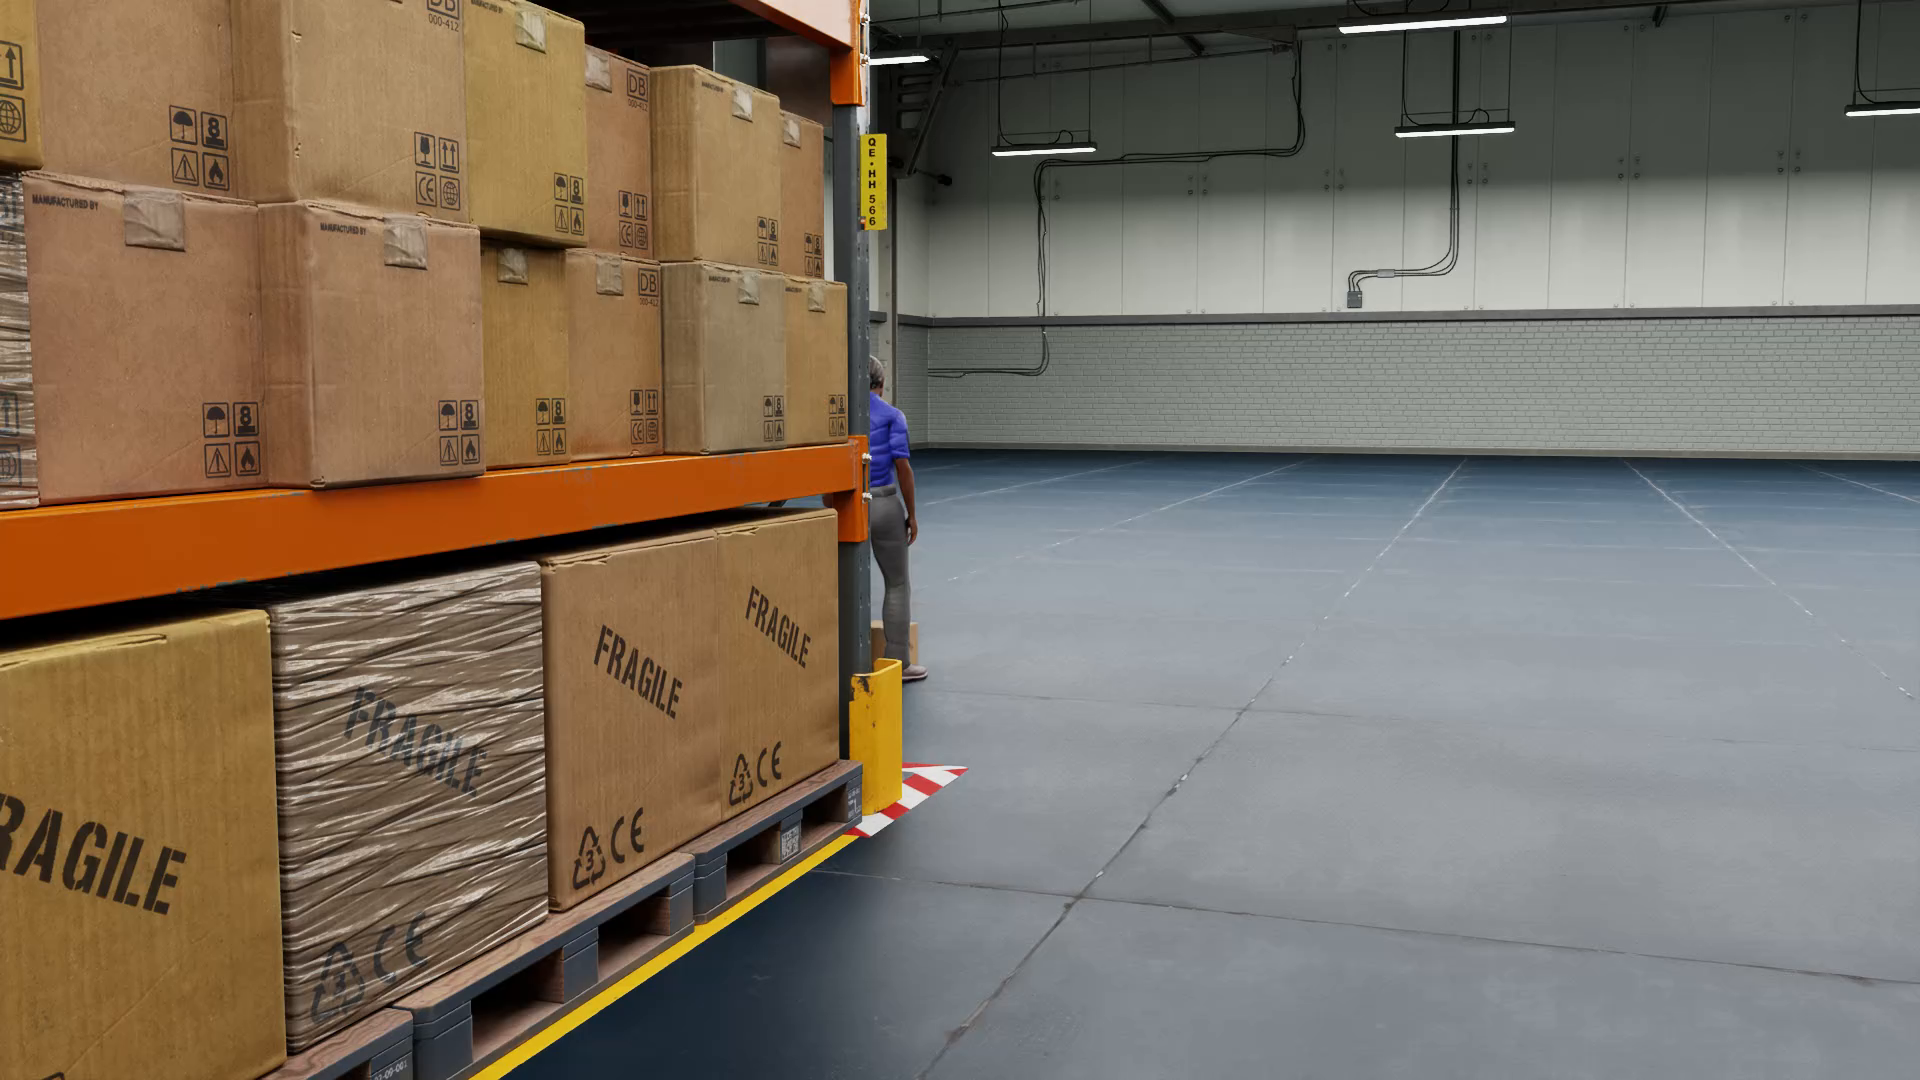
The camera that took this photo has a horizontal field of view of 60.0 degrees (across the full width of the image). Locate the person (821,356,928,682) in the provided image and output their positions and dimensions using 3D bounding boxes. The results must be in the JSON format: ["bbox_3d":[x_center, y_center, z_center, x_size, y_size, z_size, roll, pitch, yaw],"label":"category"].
[{"bbox_3d":[-0.447,-0.109,8.450,0.525,1.653,0.349,1,6,15],"label":"person"}]
